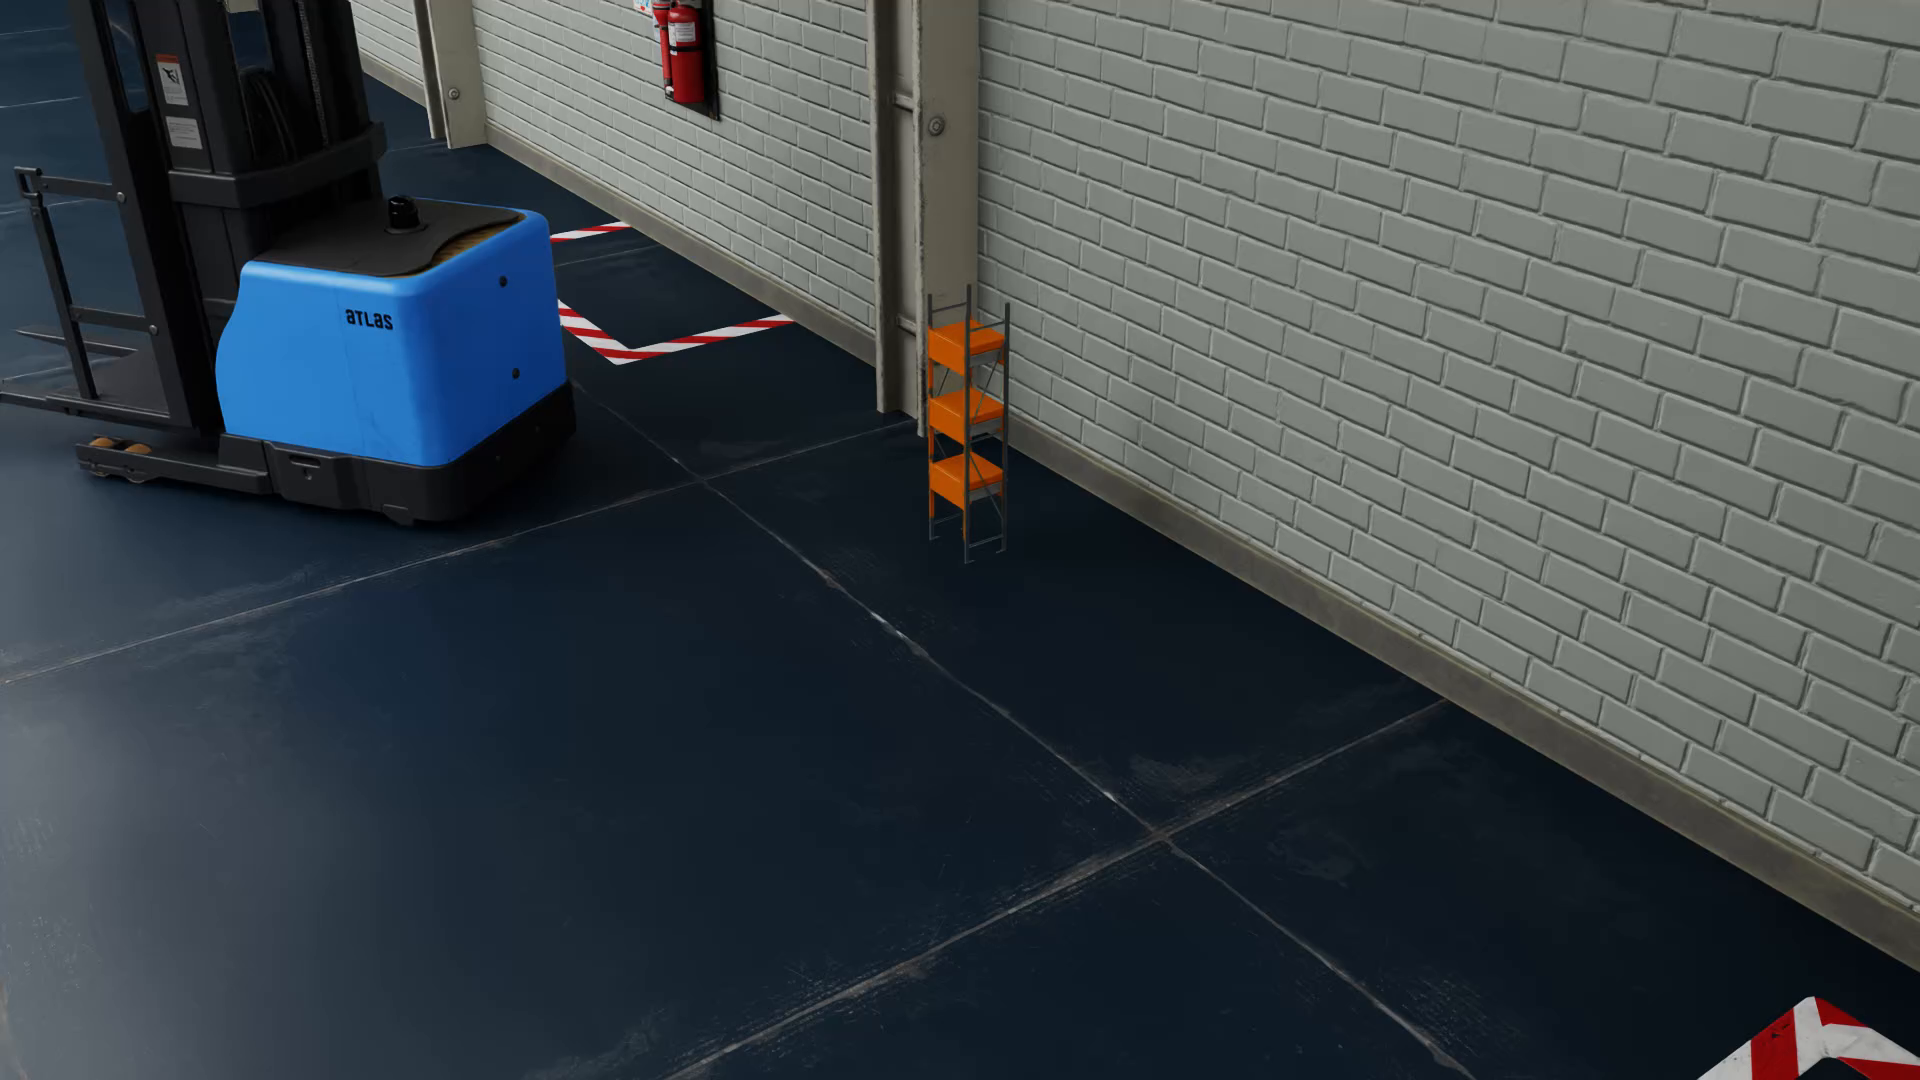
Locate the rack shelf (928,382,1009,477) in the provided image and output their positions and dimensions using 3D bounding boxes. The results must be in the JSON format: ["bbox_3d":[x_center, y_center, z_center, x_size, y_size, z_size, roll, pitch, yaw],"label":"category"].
[{"bbox_3d":[0.031,-0.431,6.466,0.215,0.259,0.240,-19,34,-31],"label":"rack shelf"}]

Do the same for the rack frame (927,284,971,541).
[{"bbox_3d":[-0.040,-0.488,6.548,0.200,1.050,0.008,-19,34,-31],"label":"rack frame"}]

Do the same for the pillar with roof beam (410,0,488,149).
[{"bbox_3d":[-7.143,-5.682,7.783,9.100,9.000,0.400,-19,34,-31],"label":"pillar with roof beam"}]

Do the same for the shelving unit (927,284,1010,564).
[{"bbox_3d":[0.031,-0.441,6.461,0.215,1.050,0.252,-19,34,-31],"label":"shelving unit"}]

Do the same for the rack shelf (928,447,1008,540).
[{"bbox_3d":[0.031,-0.187,6.599,0.215,0.259,0.240,-19,34,-31],"label":"rack shelf"}]

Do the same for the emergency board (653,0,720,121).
[{"bbox_3d":[-1.558,-2.876,8.902,0.194,1.169,0.643,-19,34,-31],"label":"emergency board"}]

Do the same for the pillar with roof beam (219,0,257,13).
[{"bbox_3d":[-10.624,-8.014,12.077,9.100,9.000,0.400,-19,34,-31],"label":"pillar with roof beam"}]

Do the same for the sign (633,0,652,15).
[{"bbox_3d":[-1.795,-3.135,9.342,0.001,0.329,0.234,-19,34,-31],"label":"sign"}]

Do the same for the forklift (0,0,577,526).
[{"bbox_3d":[-3.309,-1.759,6.918,3.031,2.935,1.130,9,30,17],"label":"forklift"}]

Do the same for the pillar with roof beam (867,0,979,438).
[{"bbox_3d":[-3.663,-3.349,3.488,9.100,9.000,0.400,-19,34,-31],"label":"pillar with roof beam"}]

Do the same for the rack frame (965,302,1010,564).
[{"bbox_3d":[0.102,-0.393,6.374,0.200,1.050,0.008,-19,34,-31],"label":"rack frame"}]

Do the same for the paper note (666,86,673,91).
[{"bbox_3d":[-1.605,-2.577,9.274,0.016,0.148,0.142,-19,34,-31],"label":"paper note"}]

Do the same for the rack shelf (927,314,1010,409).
[{"bbox_3d":[0.031,-0.681,6.331,0.215,0.259,0.240,-19,34,-31],"label":"rack shelf"}]
